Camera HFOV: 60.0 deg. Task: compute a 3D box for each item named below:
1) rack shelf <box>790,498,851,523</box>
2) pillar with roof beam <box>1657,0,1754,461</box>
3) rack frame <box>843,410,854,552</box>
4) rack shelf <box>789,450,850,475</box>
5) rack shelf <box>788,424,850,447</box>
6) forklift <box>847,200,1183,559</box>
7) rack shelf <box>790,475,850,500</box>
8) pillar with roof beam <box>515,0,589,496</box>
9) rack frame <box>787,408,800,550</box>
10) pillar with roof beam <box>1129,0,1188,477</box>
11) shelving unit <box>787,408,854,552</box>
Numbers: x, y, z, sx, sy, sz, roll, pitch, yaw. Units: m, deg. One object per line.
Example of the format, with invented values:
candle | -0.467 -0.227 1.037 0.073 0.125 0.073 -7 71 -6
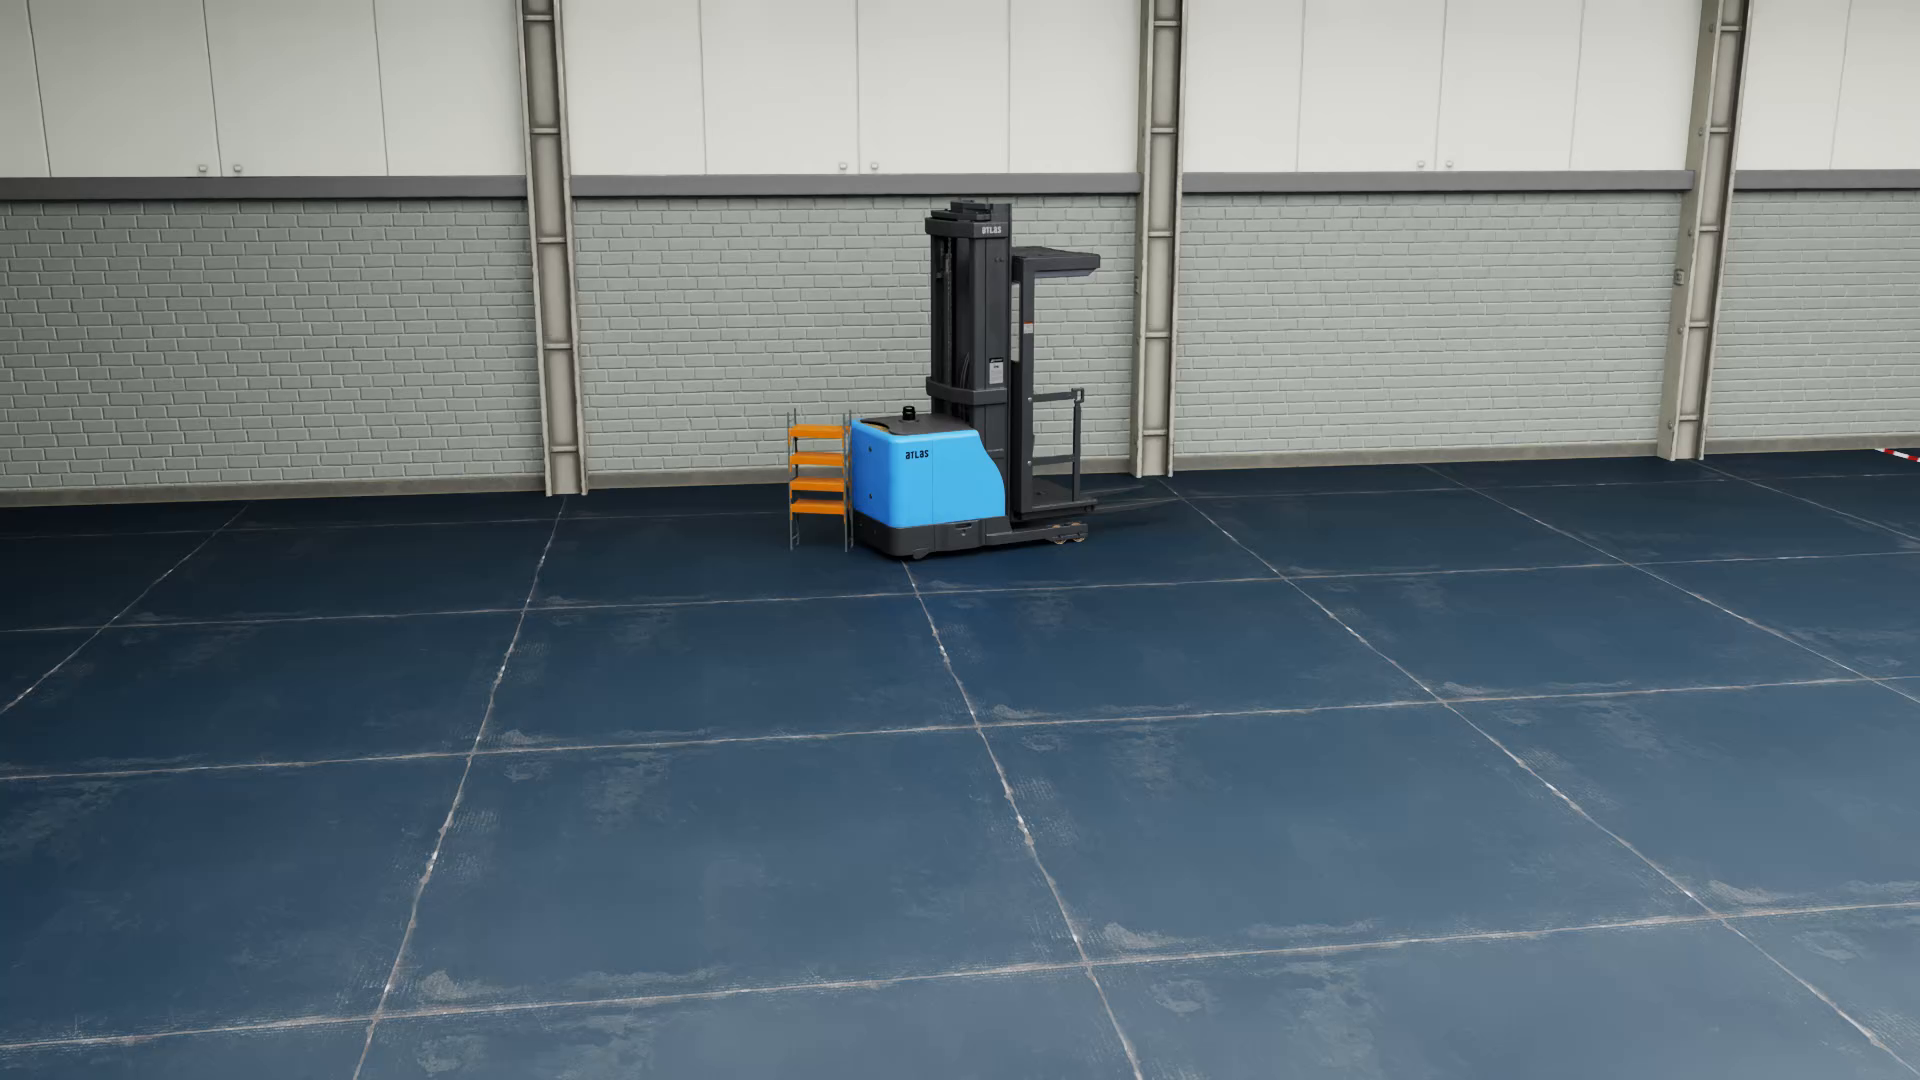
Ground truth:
rack shelf | -1.199 -0.258 14.375 0.480 0.148 0.258 3 14 10
pillar with roof beam | 8.583 -4.242 13.136 0.400 9.000 9.100 -2 14 -8
rack frame | -0.959 -0.505 14.268 0.015 1.200 0.240 3 14 10
rack shelf | -1.199 -0.667 14.272 0.480 0.148 0.258 3 14 10
rack shelf | -1.199 -0.897 14.215 0.480 0.148 0.258 3 14 10
forklift | 0.556 -1.491 14.641 3.031 2.935 1.130 -7 16 -26
rack shelf | -1.199 -0.450 14.327 0.480 0.148 0.258 3 14 10
pillar with roof beam | -3.283 -3.807 11.402 0.400 9.000 9.100 -2 14 -8
rack frame | -1.439 -0.526 14.353 0.015 1.200 0.240 3 14 10
pillar with roof beam | 2.650 -4.024 12.269 0.400 9.000 9.100 -2 14 -8
shelving unit | -1.199 -0.515 14.311 0.503 1.200 0.258 3 14 10
